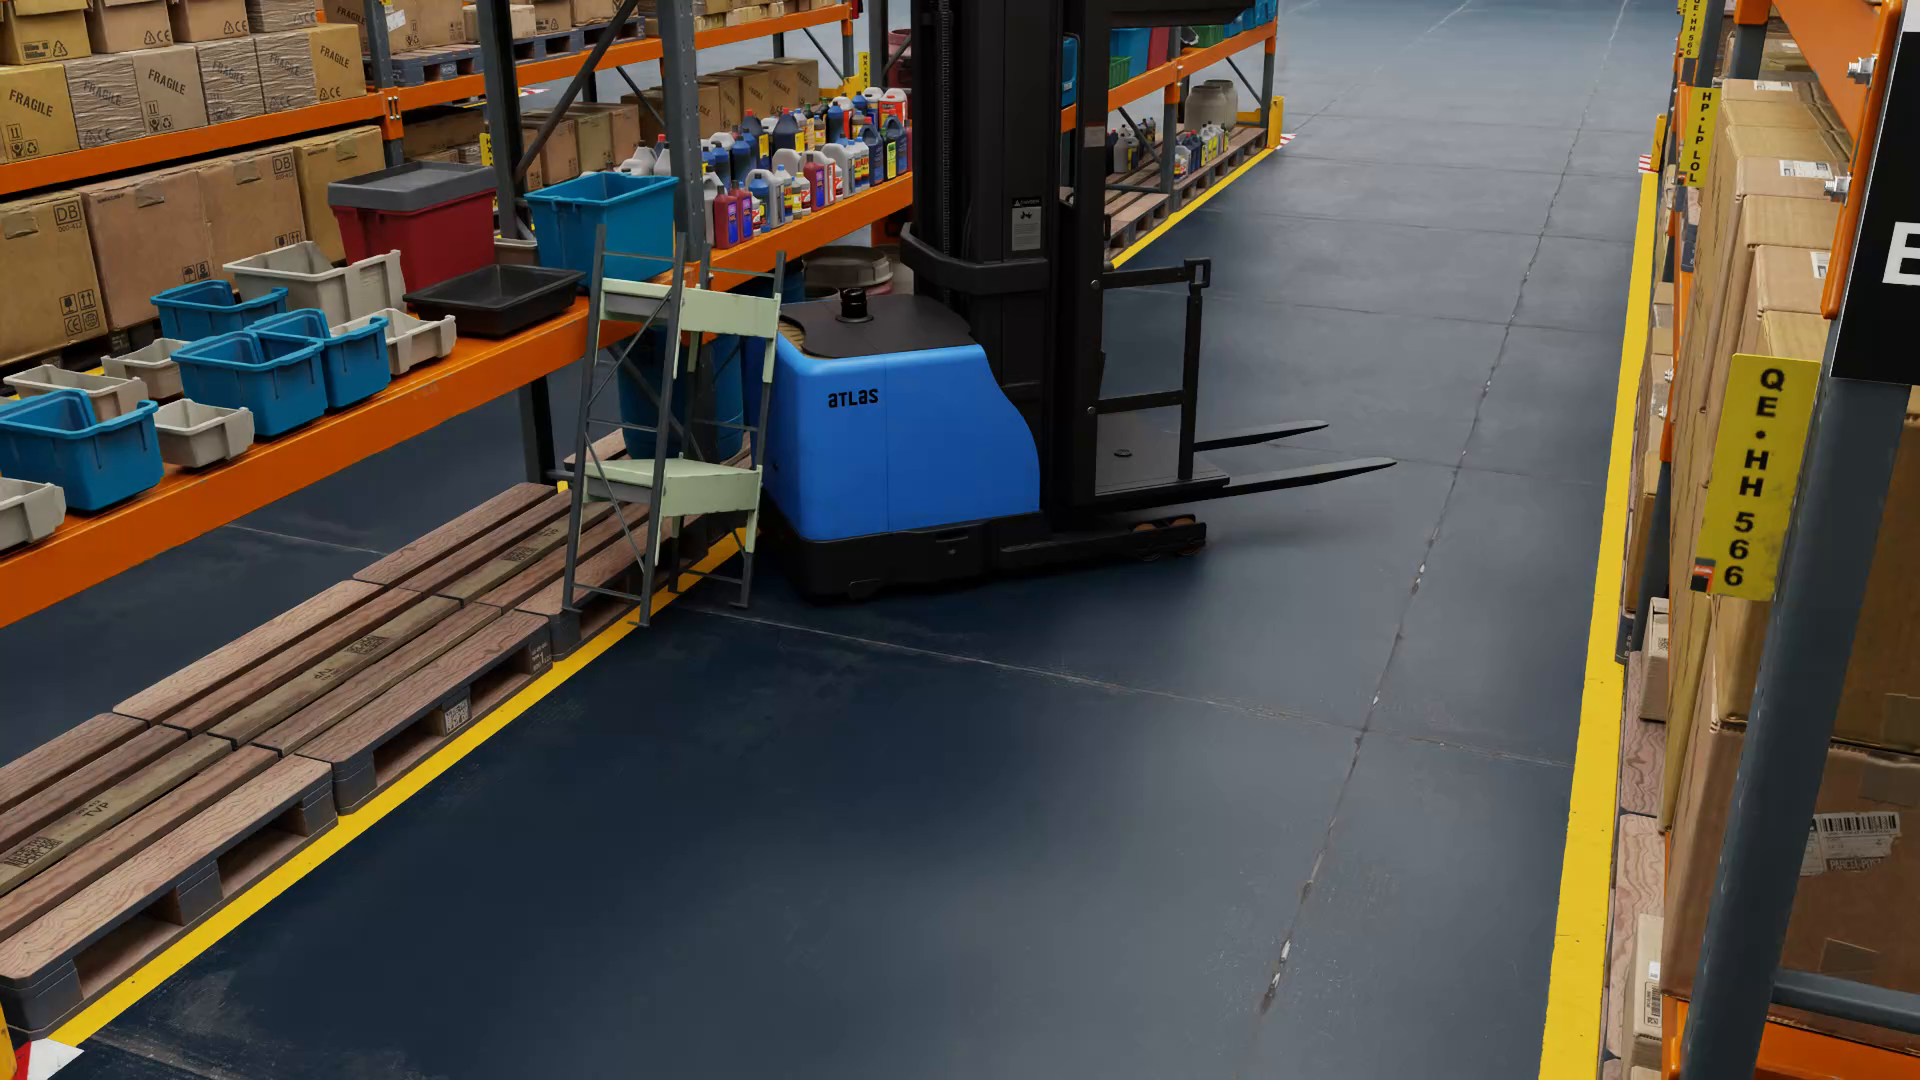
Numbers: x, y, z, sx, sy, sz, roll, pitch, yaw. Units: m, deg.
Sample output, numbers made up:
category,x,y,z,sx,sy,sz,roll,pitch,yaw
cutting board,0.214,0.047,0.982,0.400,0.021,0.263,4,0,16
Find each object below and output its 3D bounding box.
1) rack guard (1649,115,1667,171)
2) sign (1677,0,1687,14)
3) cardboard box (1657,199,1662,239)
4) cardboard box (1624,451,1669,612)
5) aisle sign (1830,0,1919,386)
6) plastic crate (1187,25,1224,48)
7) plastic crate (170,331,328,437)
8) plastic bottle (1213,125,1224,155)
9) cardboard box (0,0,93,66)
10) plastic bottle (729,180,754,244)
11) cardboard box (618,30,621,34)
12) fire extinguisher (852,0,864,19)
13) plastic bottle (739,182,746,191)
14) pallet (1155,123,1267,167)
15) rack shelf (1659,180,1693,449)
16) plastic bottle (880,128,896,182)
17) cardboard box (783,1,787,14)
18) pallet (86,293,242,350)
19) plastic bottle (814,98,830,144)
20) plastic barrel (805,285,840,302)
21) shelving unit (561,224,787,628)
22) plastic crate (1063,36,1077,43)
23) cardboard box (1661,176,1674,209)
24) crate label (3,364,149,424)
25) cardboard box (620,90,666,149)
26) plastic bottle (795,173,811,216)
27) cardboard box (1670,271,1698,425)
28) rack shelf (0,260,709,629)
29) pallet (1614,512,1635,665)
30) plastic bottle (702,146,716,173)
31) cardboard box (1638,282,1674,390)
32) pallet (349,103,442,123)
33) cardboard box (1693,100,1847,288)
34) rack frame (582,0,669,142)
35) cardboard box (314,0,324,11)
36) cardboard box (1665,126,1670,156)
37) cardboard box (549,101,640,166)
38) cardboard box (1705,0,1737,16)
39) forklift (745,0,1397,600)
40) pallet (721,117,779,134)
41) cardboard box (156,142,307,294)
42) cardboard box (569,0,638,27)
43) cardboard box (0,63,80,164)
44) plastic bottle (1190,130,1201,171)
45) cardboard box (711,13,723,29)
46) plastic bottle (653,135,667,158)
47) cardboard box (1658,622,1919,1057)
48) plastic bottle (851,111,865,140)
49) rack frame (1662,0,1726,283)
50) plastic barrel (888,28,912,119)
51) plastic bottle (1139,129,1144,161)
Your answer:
category,x,y,z,sx,sy,sz,roll,pitch,yaw
rack guard,7.475,-3.890,16.415,1.175,0.500,0.348,9,24,20
sign,5.464,-4.119,12.493,0.100,0.325,0.005,9,24,20
cardboard box,5.600,-2.420,12.674,0.500,0.250,0.500,8,24,19
cardboard box,2.926,-0.008,6.550,0.500,0.500,0.500,9,24,20
aisle sign,1.213,-0.529,1.751,0.394,0.787,0.004,9,24,20
plastic crate,2.149,-4.662,15.294,0.450,0.188,0.662,9,24,20
plastic crate,-2.188,-0.483,5.154,0.416,0.233,0.300,9,24,20
plastic bottle,2.474,-3.886,16.124,0.152,0.276,0.135,9,24,20
cardboard box,-5.692,-3.143,9.952,0.797,0.503,0.637,9,24,21
plastic bottle,-1.007,-1.516,7.638,0.061,0.283,0.133,9,24,20
cardboard box,-3.409,-5.026,16.218,0.380,0.149,0.250,9,24,20
fire extinguisher,-1.260,-6.394,19.266,0.296,0.674,0.183,9,24,20
plastic bottle,-1.050,-1.613,7.978,0.097,0.201,0.097,0,23,0
pallet,2.577,-4.135,17.376,1.003,0.211,1.213,9,24,20
rack shelf,3.751,-1.125,7.484,1.077,0.370,4.000,9,24,20
plastic bottle,-0.400,-2.100,9.038,0.061,0.283,0.133,9,24,20
cardboard box,-2.093,-5.758,17.968,0.380,0.149,0.250,9,24,20
pallet,-5.519,-1.599,11.304,1.003,0.211,1.213,9,24,20
plastic bottle,-0.828,-2.513,10.027,0.061,0.283,0.133,9,24,20
plastic barrel,-0.815,-1.132,9.252,0.421,0.512,0.421,0,23,0
shelving unit,-1.139,-0.460,6.693,0.431,1.500,0.755,10,8,23
plastic crate,0.781,-3.447,12.027,0.402,0.464,0.583,9,24,20
cardboard box,5.405,-2.497,12.131,0.500,0.311,0.500,8,24,19
crate label,-2.738,-0.449,5.197,0.396,0.136,0.243,9,24,20
cardboard box,-3.030,-4.201,16.614,0.500,0.500,0.500,8,24,18
plastic bottle,-0.787,-1.709,8.208,0.097,0.201,0.097,0,23,0
cardboard box,2.566,-0.644,5.270,0.500,0.500,0.500,9,24,21
rack shelf,-2.332,-0.404,5.758,1.077,0.370,4.000,9,24,20
pallet,3.276,0.249,6.879,1.003,0.211,1.213,9,24,20
plastic bottle,-1.297,-1.879,8.525,0.097,0.271,0.097,0,23,0
cardboard box,4.060,-1.100,9.164,0.500,0.500,0.500,10,25,22
pallet,-6.977,-5.182,19.882,1.003,0.211,1.213,9,24,20
cardboard box,2.381,-0.935,4.671,0.500,0.500,0.500,8,24,18
rack frame,-3.216,-5.023,15.884,1.000,3.000,0.127,9,24,20
cardboard box,-7.474,-6.173,18.441,0.875,0.550,0.550,9,24,20
cardboard box,7.060,-3.800,15.979,0.500,0.250,0.500,9,24,20
cardboard box,-3.464,-3.856,15.763,0.700,0.500,0.500,7,24,16
cardboard box,5.882,-4.077,12.648,0.380,0.149,0.250,9,24,20
forklift,0.590,-1.438,7.390,3.031,2.935,1.130,-8,24,-19
pallet,-2.548,-4.420,18.058,1.003,0.211,1.213,9,24,20
cardboard box,-5.316,-2.243,11.441,1.225,0.875,0.875,9,24,20
cardboard box,-3.641,-5.230,15.055,1.000,1.000,1.000,9,24,20
cardboard box,-5.599,-2.516,9.751,0.500,0.500,0.500,9,24,20
plastic bottle,2.138,-3.592,15.324,0.144,0.351,0.185,8,24,18
cardboard box,-2.601,-5.213,16.665,0.380,0.149,0.250,9,24,20
plastic bottle,-1.483,-1.871,8.401,0.144,0.351,0.185,9,24,20
cardboard box,1.436,0.445,2.663,0.500,0.500,0.500,10,25,22
plastic bottle,-0.613,-2.506,10.115,0.097,0.201,0.097,0,23,0
rack frame,4.494,-2.172,9.059,1.000,3.000,0.127,9,24,20
plastic barrel,-0.212,-3.155,11.235,0.600,0.536,0.708,9,24,20
plastic bottle,1.709,-3.762,15.819,0.061,0.283,0.133,9,24,20
